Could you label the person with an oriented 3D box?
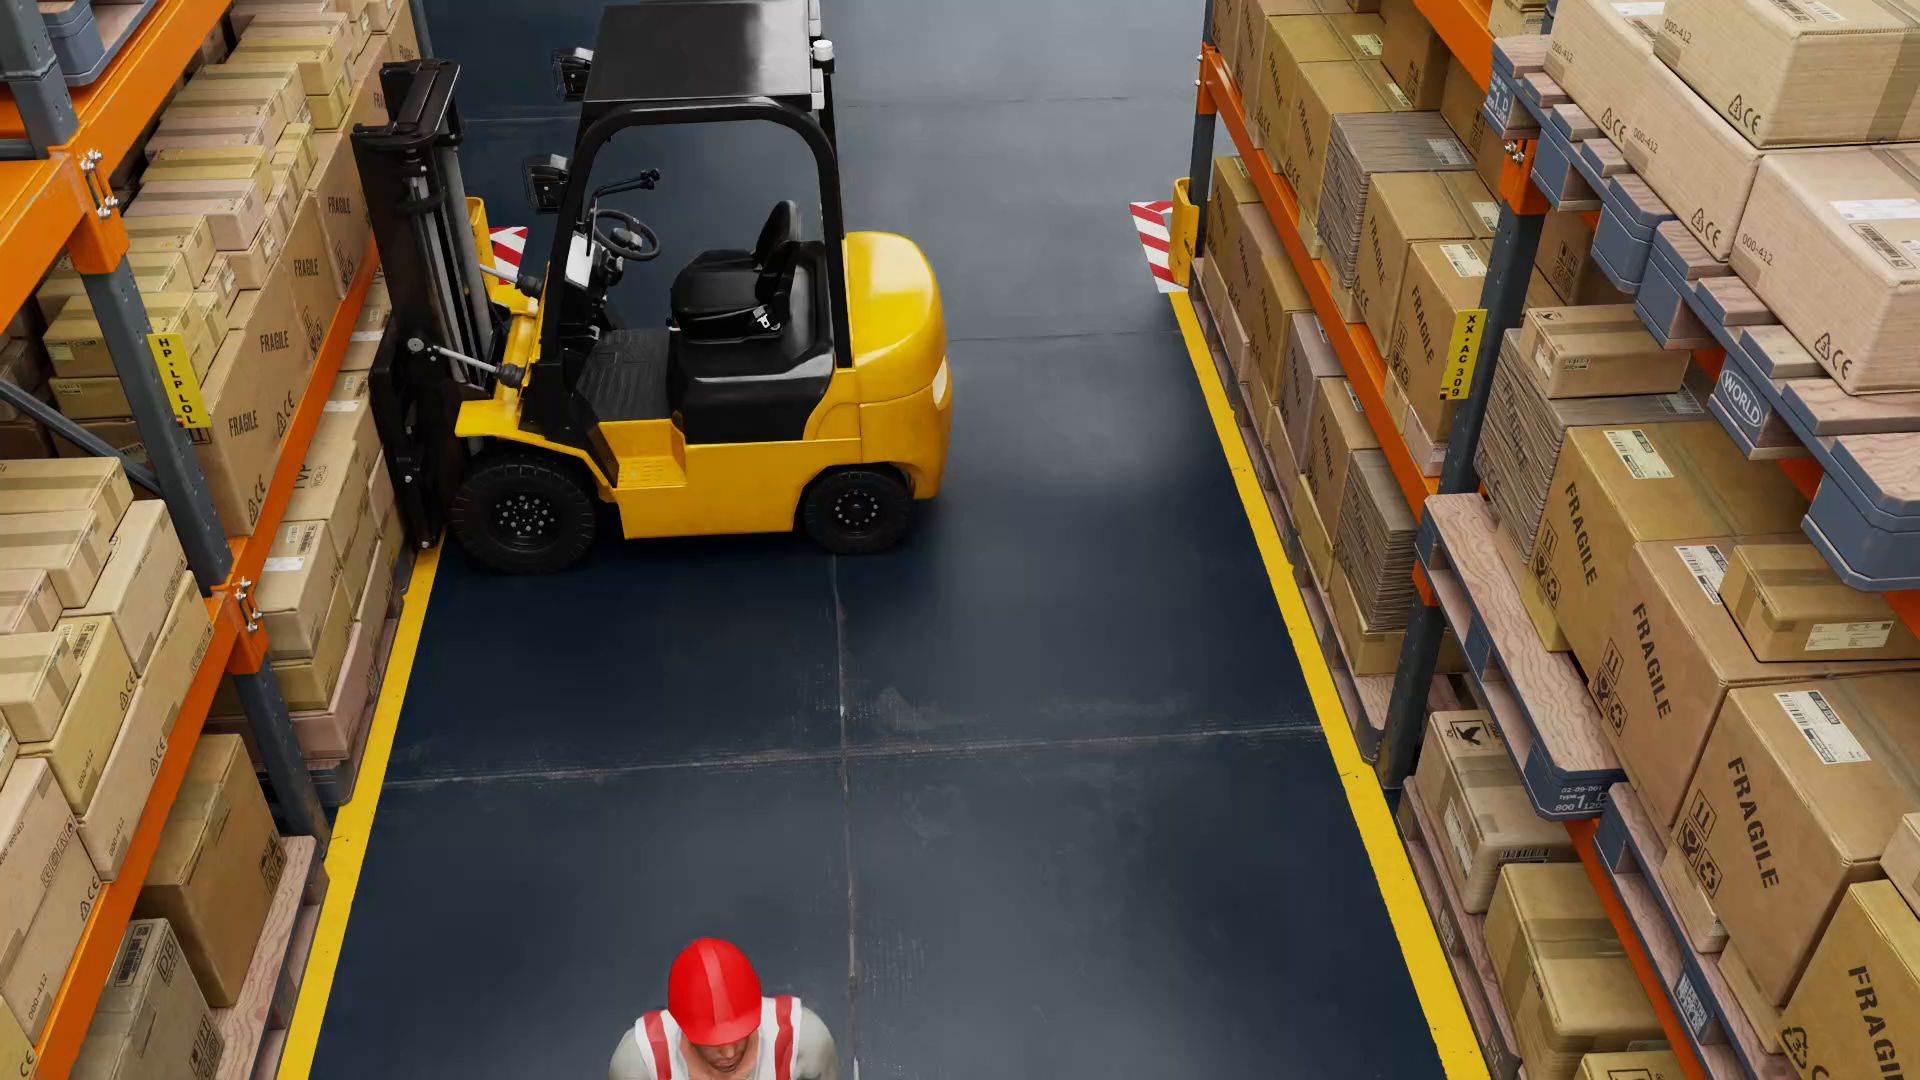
[{"bbox_3d":[-0.567,1.566,4.147,0.590,1.778,0.629,-6,39,-7],"label":"person"}]
